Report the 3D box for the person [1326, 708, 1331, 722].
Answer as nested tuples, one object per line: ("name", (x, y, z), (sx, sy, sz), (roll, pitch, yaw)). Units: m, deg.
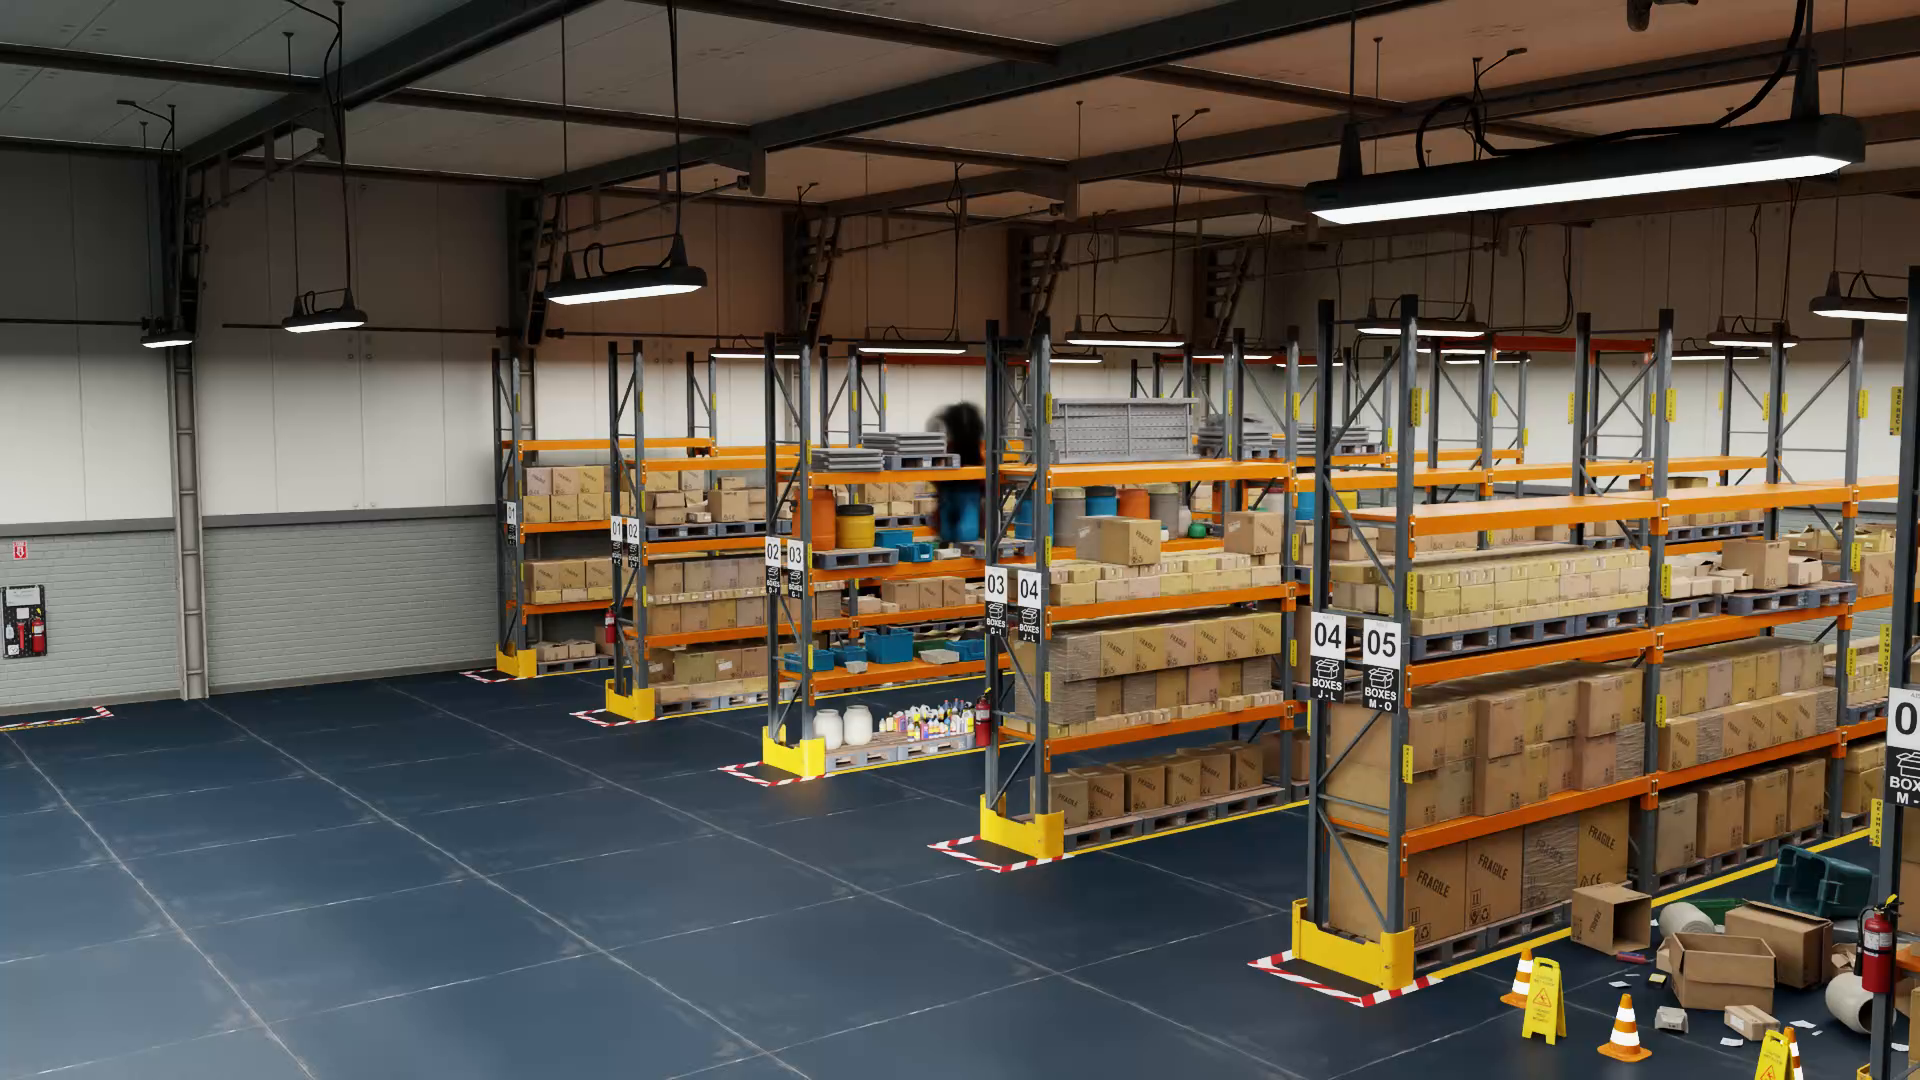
("person", (5.366, 2.097, 24.970), (0.795, 1.729, 0.680), (-3, 6, -32))
